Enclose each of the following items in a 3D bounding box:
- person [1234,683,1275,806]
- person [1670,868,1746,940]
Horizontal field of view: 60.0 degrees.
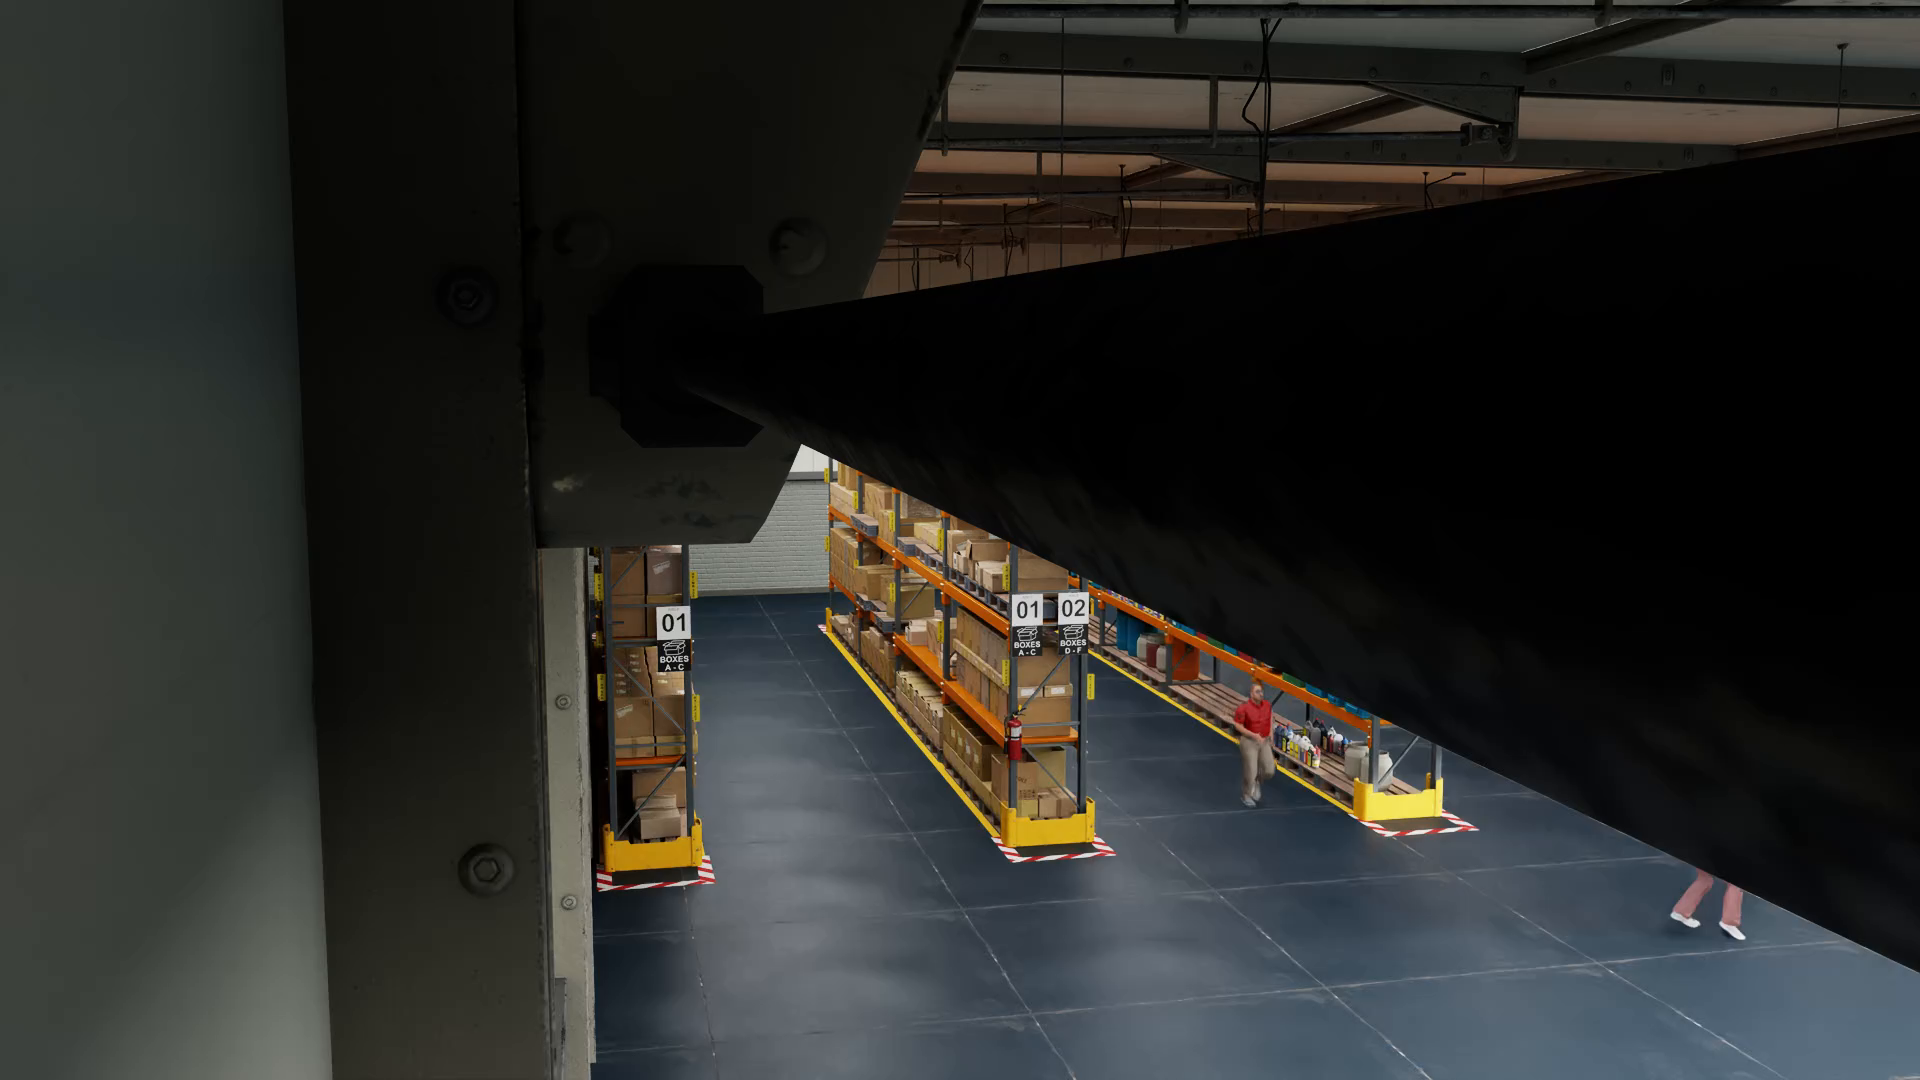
[{"bbox_3d":[4.078,2.804,22.696,0.690,1.690,0.591,-3,7,-24],"label":"person"},{"bbox_3d":[8.039,3.398,17.806,0.754,1.728,0.561,1,7,11],"label":"person"}]
